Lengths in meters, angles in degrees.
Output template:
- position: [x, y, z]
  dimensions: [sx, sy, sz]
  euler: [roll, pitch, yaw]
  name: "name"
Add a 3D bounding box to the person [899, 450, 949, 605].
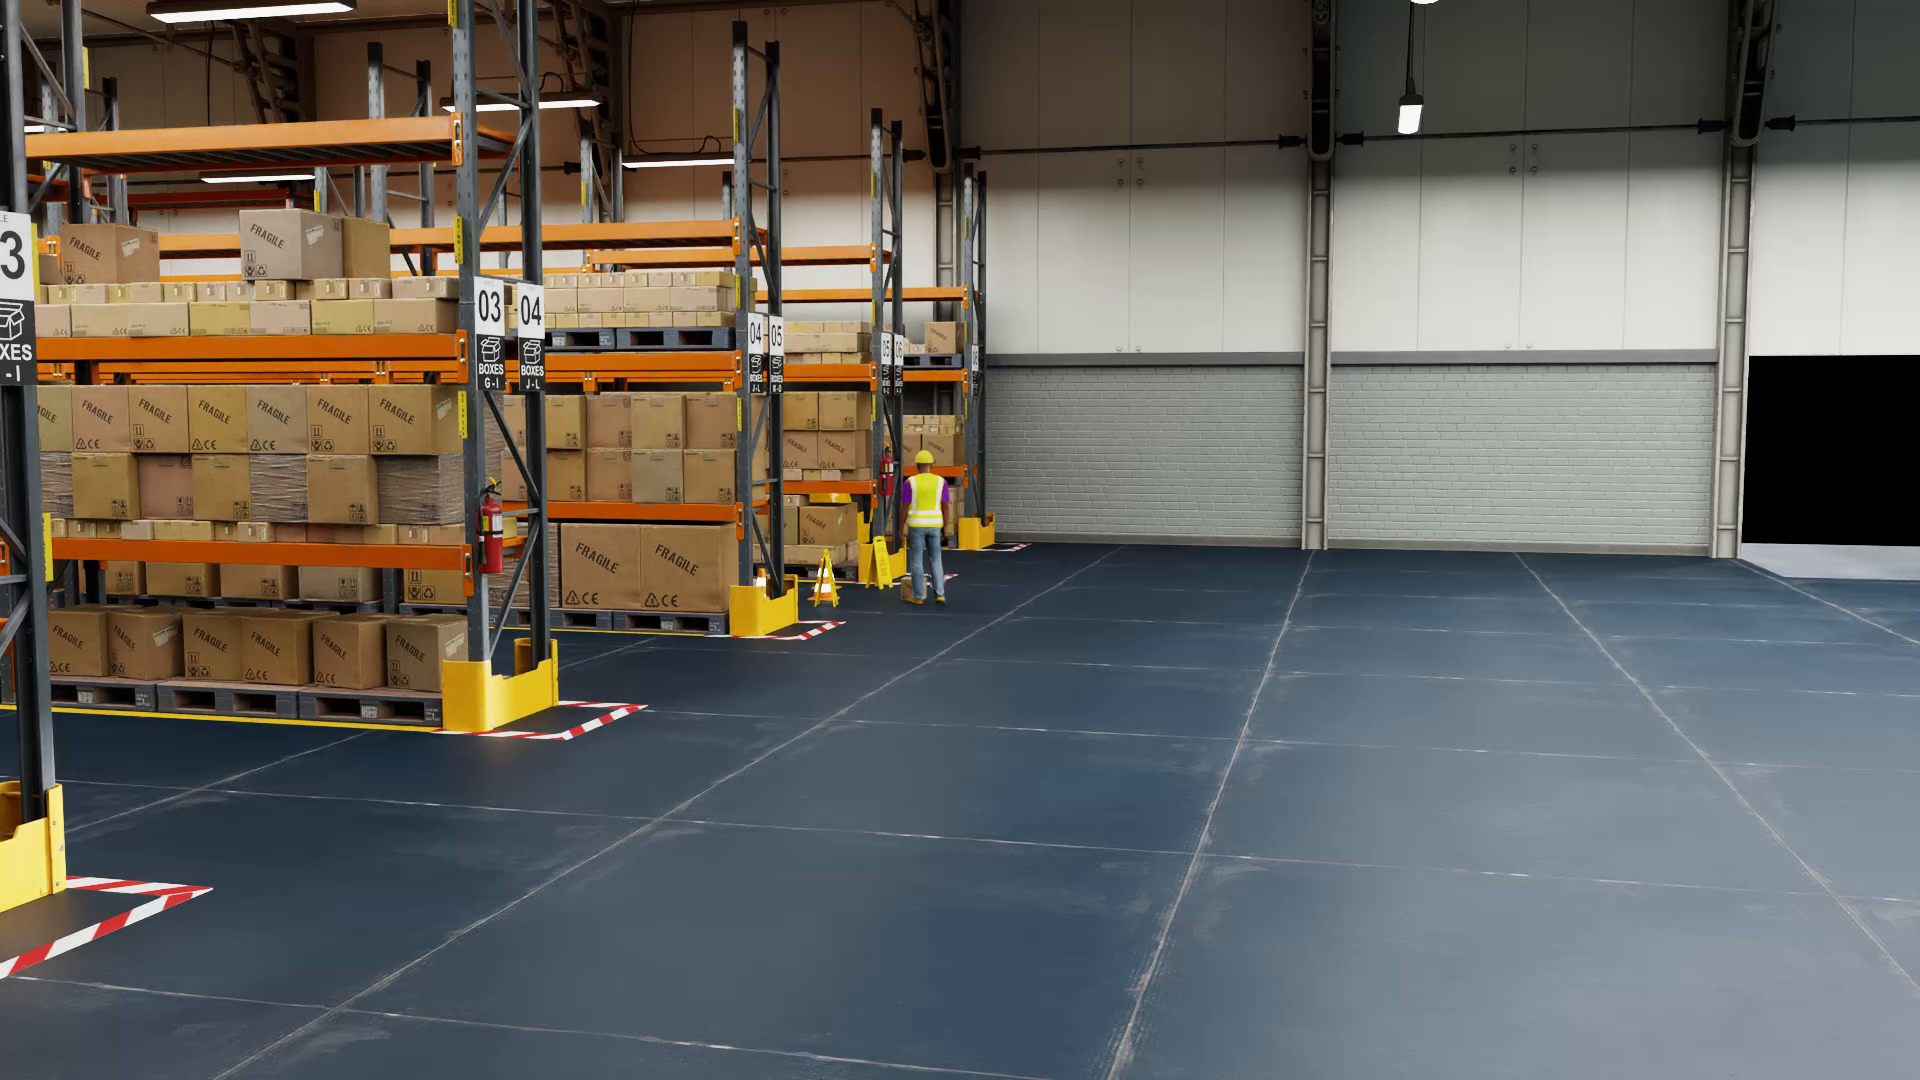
- position: [-0.423, -0.108, 19.116]
  dimensions: [0.577, 1.849, 0.418]
  euler: [-1, 5, -15]
  name: "person"
